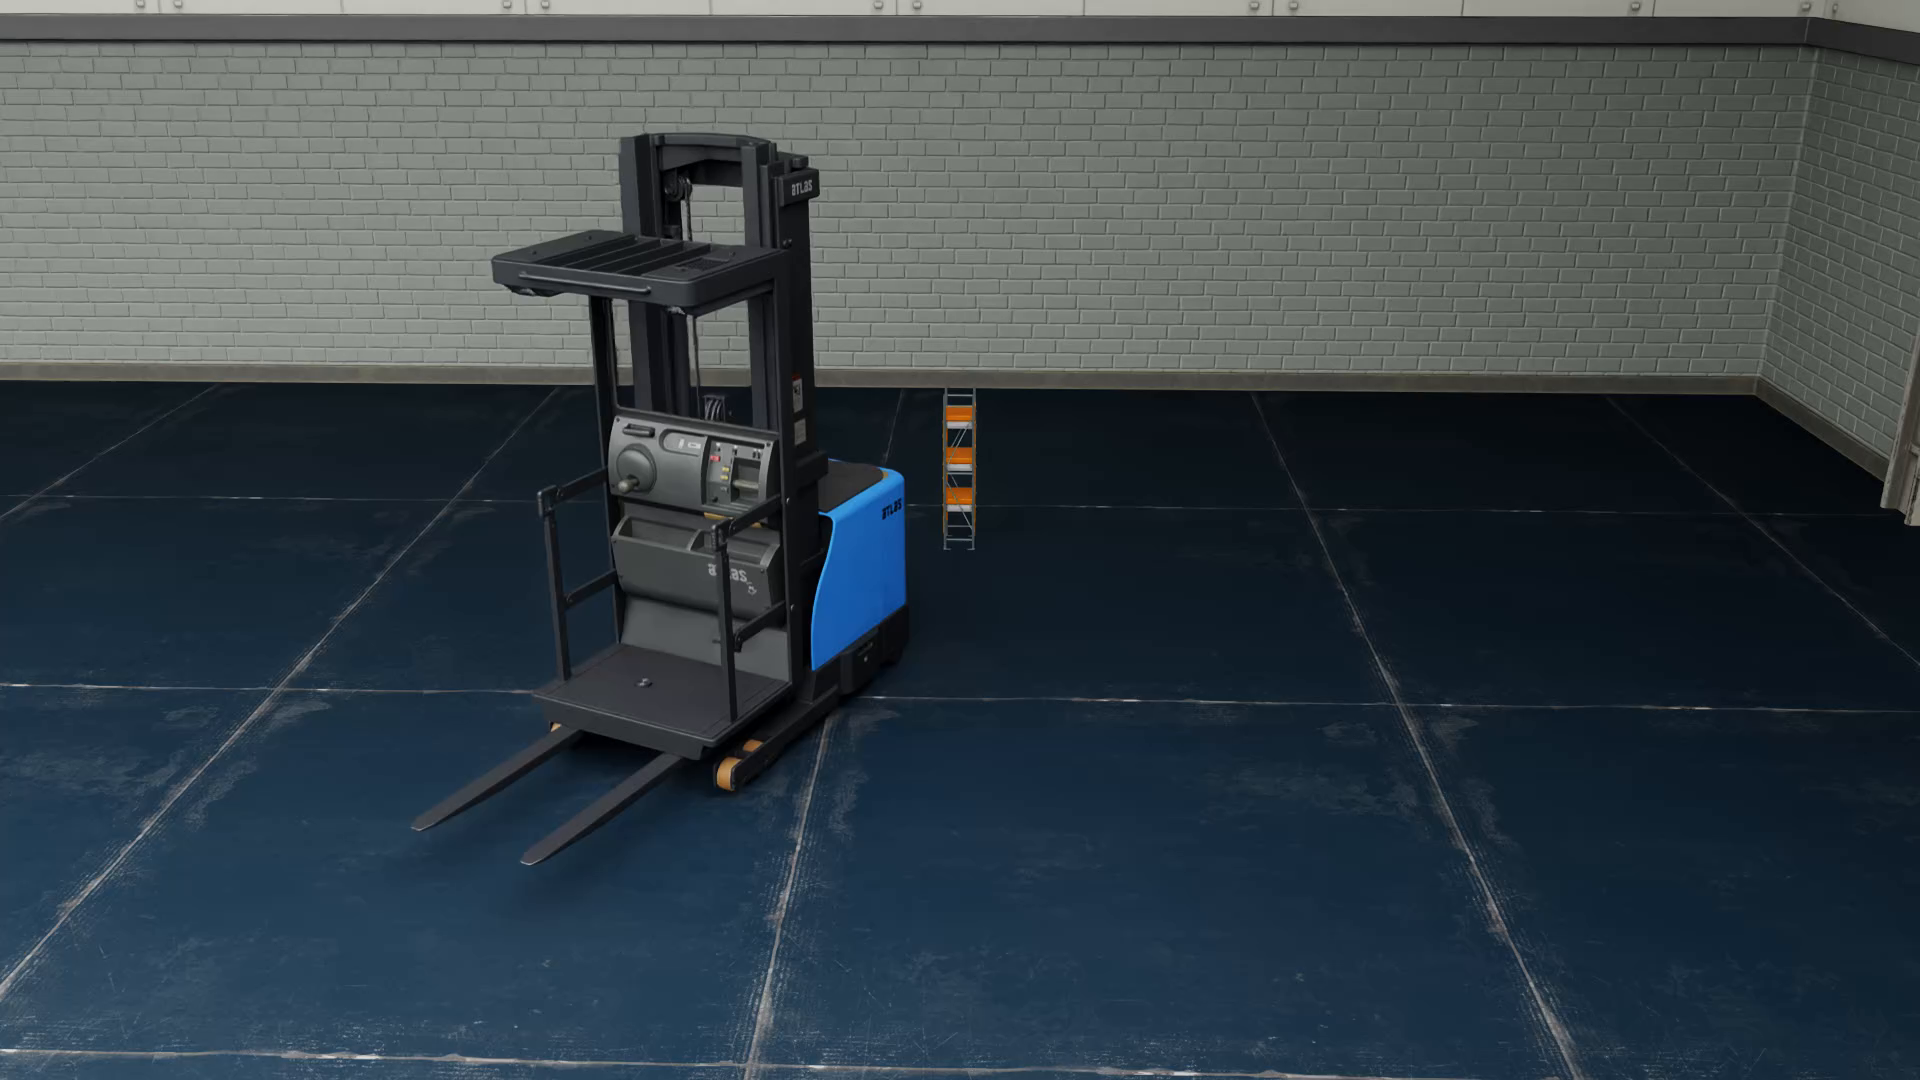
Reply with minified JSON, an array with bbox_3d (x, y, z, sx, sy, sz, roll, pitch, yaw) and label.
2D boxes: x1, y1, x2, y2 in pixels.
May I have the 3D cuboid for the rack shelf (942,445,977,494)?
[{"bbox_3d":[-0.002,-0.460,10.793,0.215,0.259,0.240,1,21,2],"label":"rack shelf"}]

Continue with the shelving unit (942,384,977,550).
[{"bbox_3d":[-0.002,-0.470,10.789,0.215,1.050,0.252,1,21,2],"label":"shelving unit"}]

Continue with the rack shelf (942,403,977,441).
[{"bbox_3d":[-0.002,-0.725,10.690,0.215,0.259,0.240,1,21,2],"label":"rack shelf"}]

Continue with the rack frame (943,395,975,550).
[{"bbox_3d":[-0.005,-0.426,10.675,0.200,1.050,0.008,1,21,2],"label":"rack frame"}]

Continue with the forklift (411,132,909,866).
[{"bbox_3d":[-1.401,-0.347,7.872,1.130,2.935,3.031,10,24,25],"label":"forklift"}]

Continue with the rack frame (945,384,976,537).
[{"bbox_3d":[0.002,-0.514,10.903,0.200,1.050,0.008,1,21,2],"label":"rack frame"}]

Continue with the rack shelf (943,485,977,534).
[{"bbox_3d":[-0.002,-0.201,10.894,0.215,0.259,0.240,1,21,2],"label":"rack shelf"}]

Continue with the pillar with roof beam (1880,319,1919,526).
[{"bbox_3d":[2.288,-4.412,9.960,9.100,9.000,0.400,1,21,2],"label":"pillar with roof beam"}]
